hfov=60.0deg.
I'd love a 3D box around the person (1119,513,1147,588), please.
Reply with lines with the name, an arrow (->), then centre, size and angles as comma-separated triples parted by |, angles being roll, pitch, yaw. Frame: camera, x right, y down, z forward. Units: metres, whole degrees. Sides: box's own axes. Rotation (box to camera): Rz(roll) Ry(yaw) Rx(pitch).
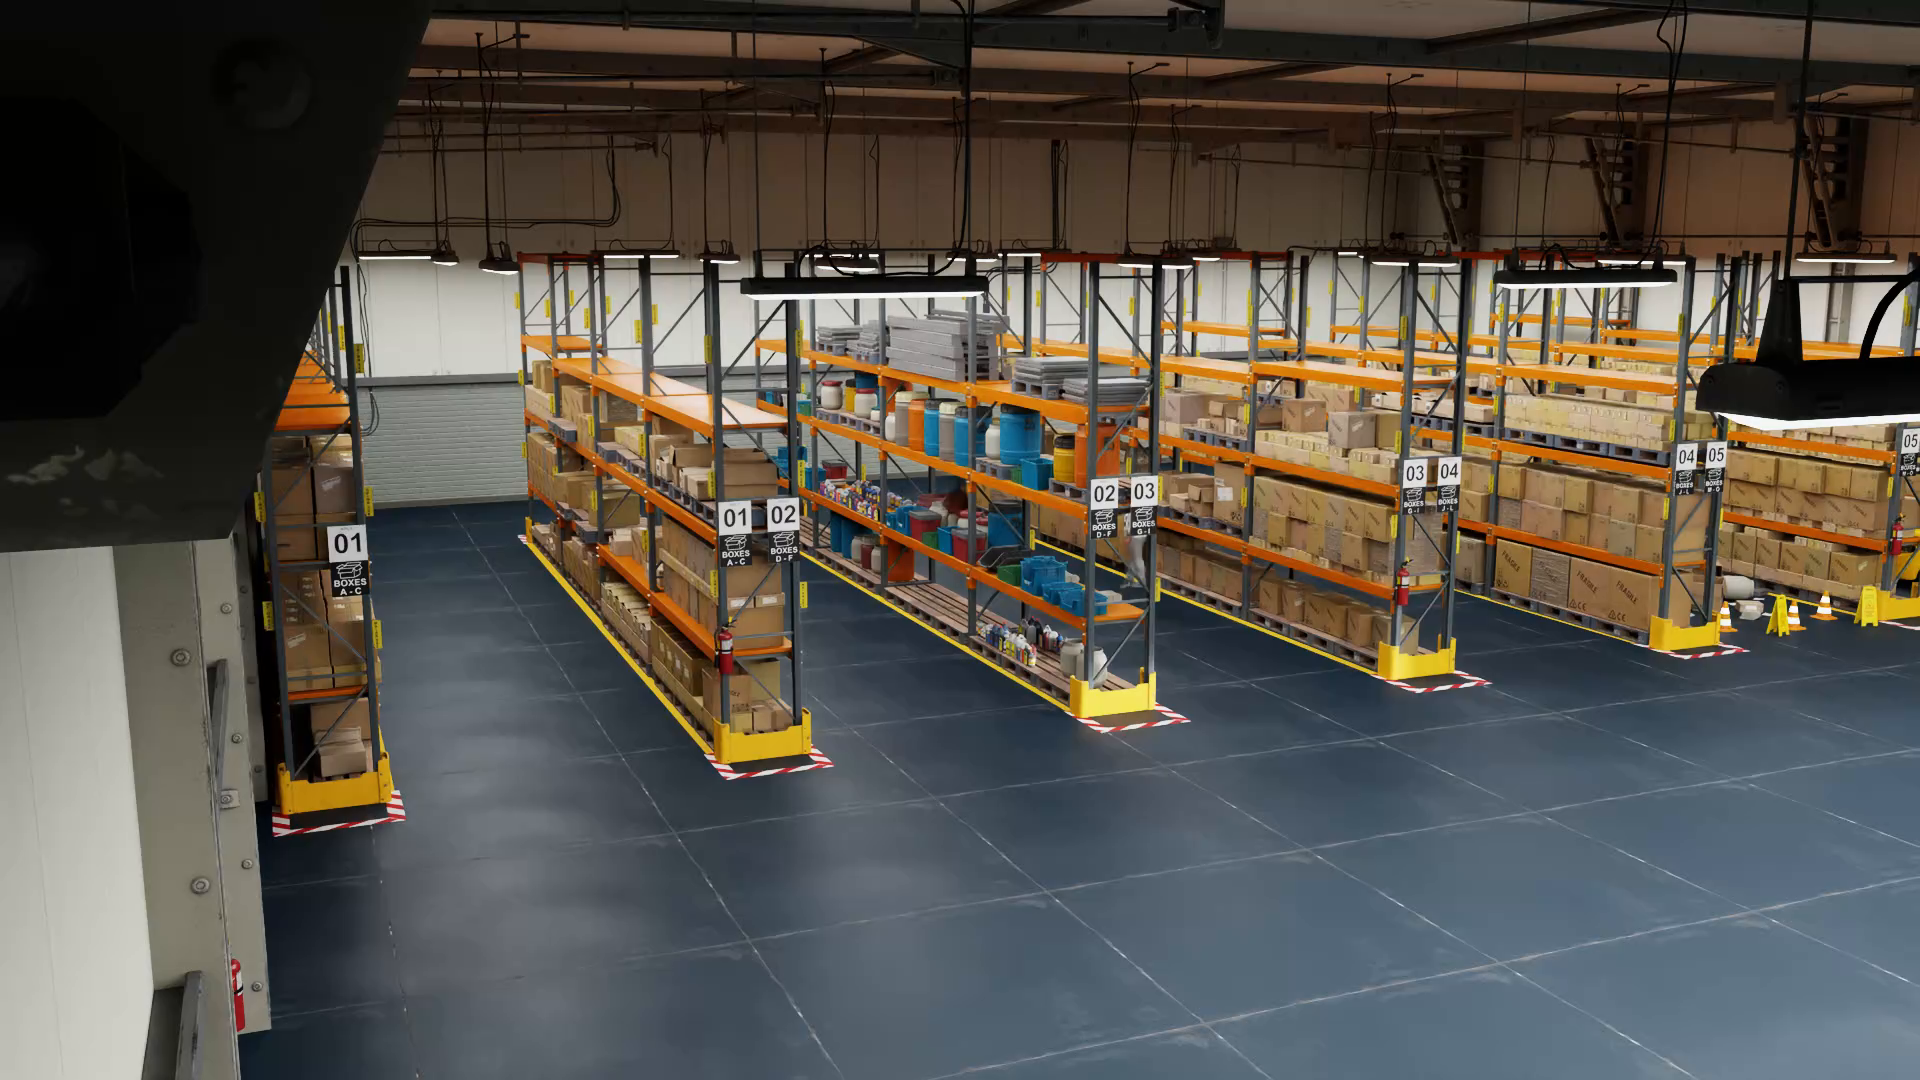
person -> 2.996, -0.001, 28.764 | 0.620, 1.832, 0.580 | 5, 11, 25
